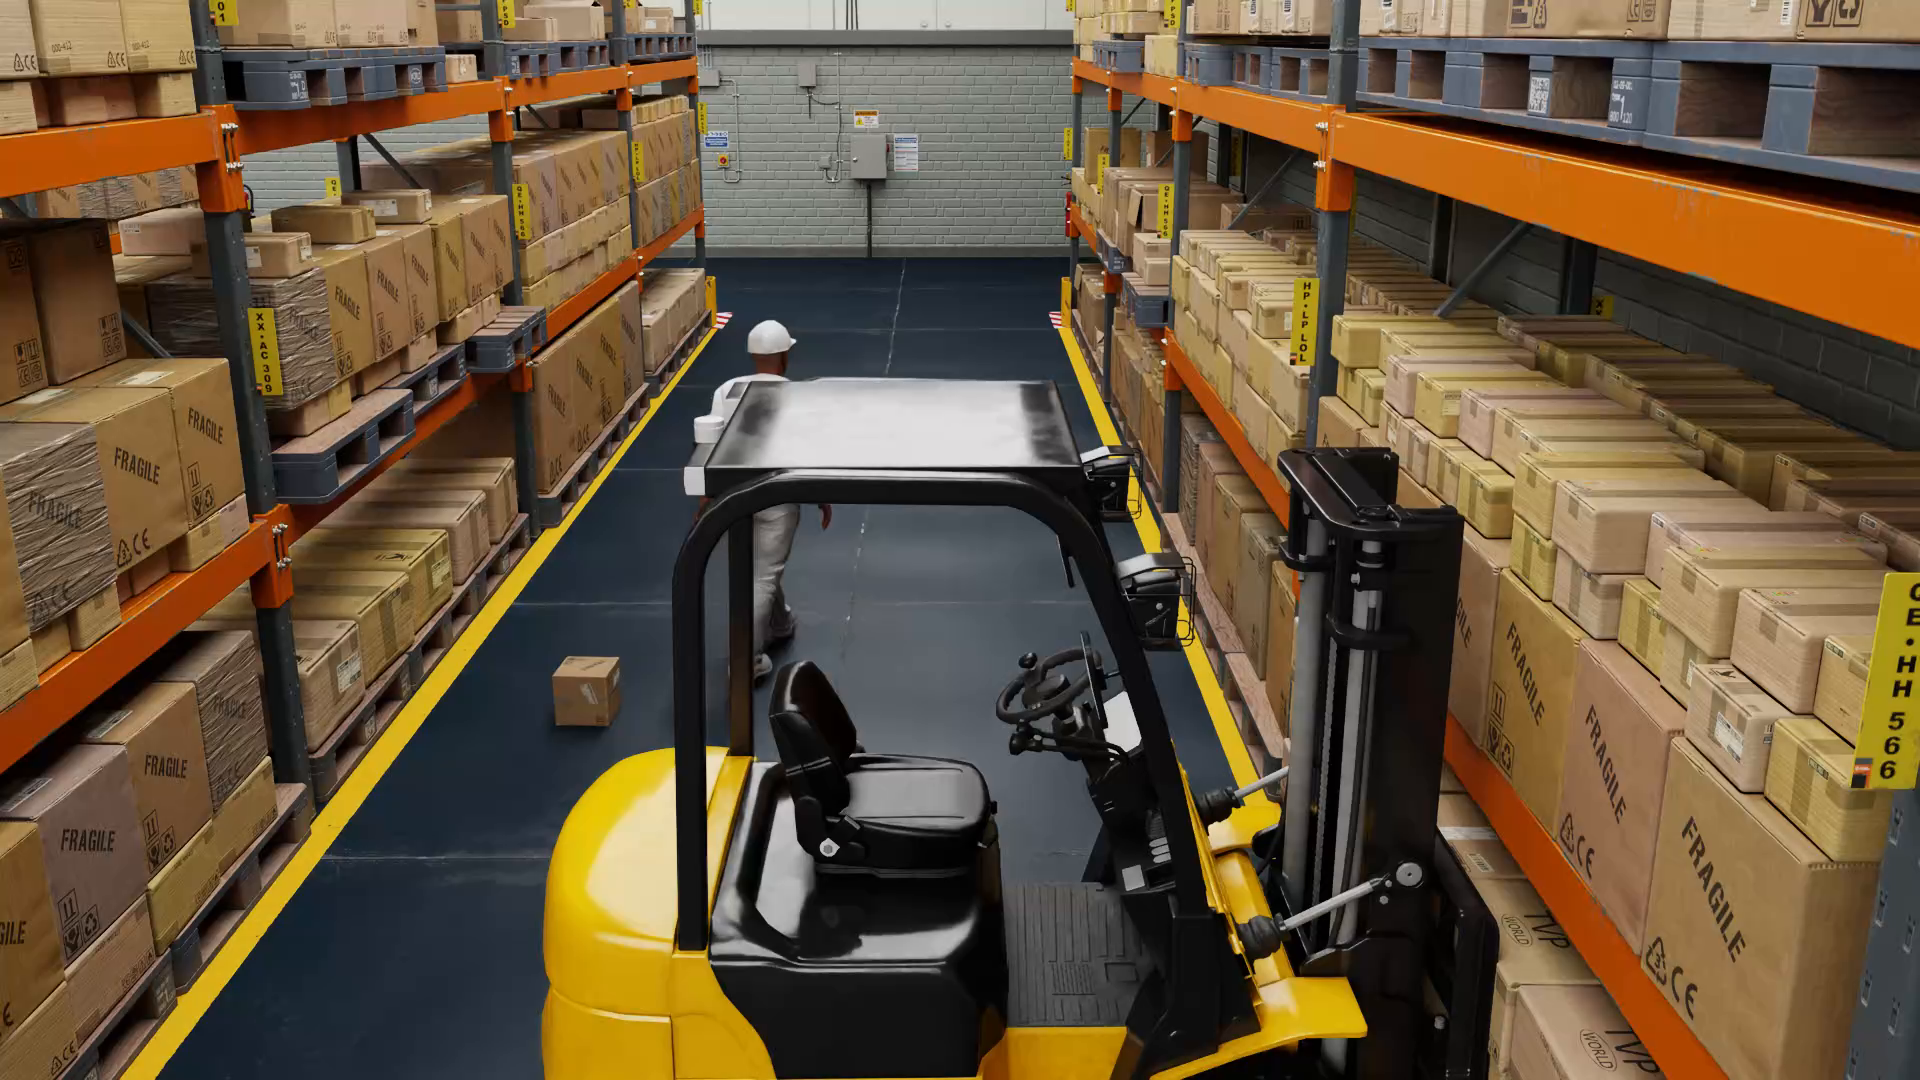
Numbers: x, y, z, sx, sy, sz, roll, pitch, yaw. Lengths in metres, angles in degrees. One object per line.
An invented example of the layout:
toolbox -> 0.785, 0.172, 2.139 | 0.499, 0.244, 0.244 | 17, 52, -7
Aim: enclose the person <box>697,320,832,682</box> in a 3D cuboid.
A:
person -> -0.927, -0.236, 8.243 | 0.604, 1.699, 0.985 | 6, 18, 18
